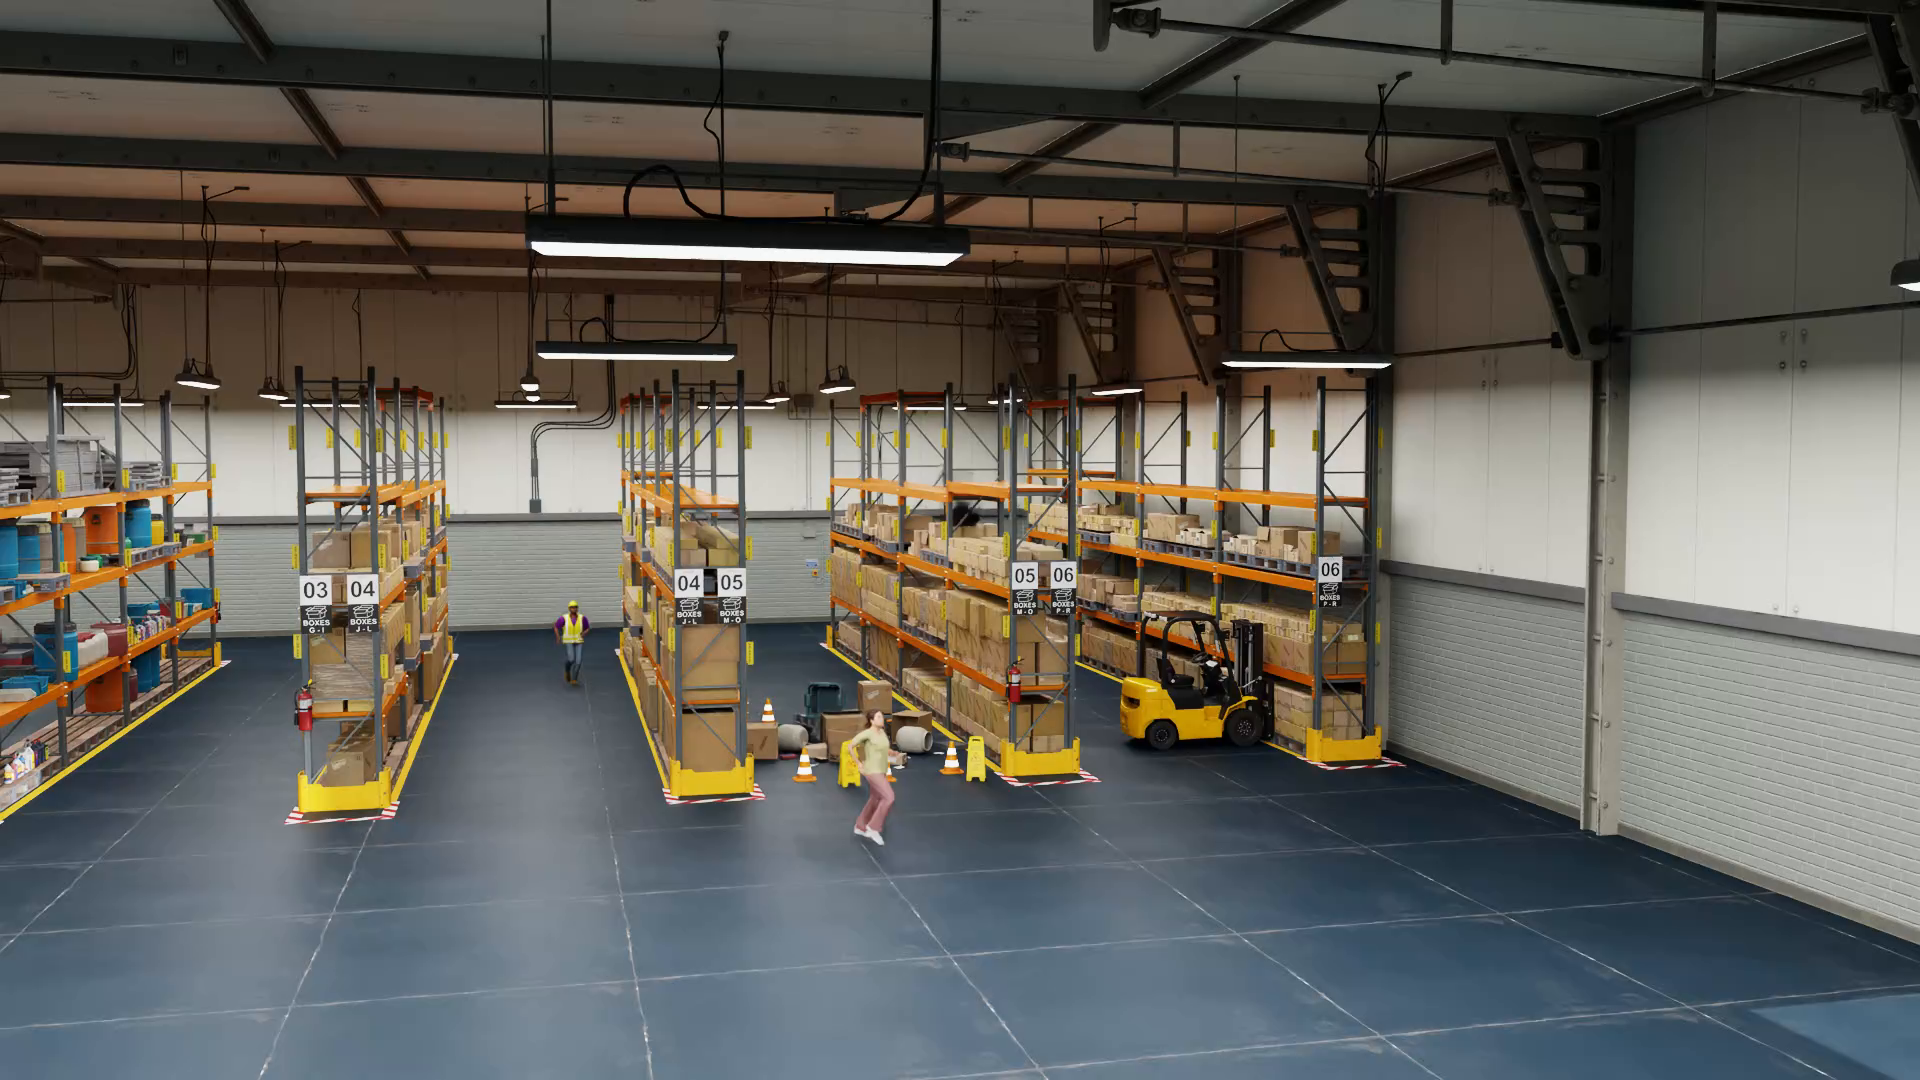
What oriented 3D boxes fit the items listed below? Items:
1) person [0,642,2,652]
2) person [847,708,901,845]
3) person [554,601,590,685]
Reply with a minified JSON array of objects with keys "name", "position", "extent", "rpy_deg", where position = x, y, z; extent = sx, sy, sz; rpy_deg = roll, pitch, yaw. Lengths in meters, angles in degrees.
[{"name":"person","position":[-17.829,2.304,30.333],"extent":[0.662,1.792,1.037],"rpy_deg":[-1,4,-24]},{"name":"person","position":[-1.043,2.932,20.709],"extent":[0.685,1.684,0.547],"rpy_deg":[2,4,26]},{"name":"person","position":[-7.889,2.106,33.947],"extent":[0.690,1.721,0.597],"rpy_deg":[-2,4,-24]}]
